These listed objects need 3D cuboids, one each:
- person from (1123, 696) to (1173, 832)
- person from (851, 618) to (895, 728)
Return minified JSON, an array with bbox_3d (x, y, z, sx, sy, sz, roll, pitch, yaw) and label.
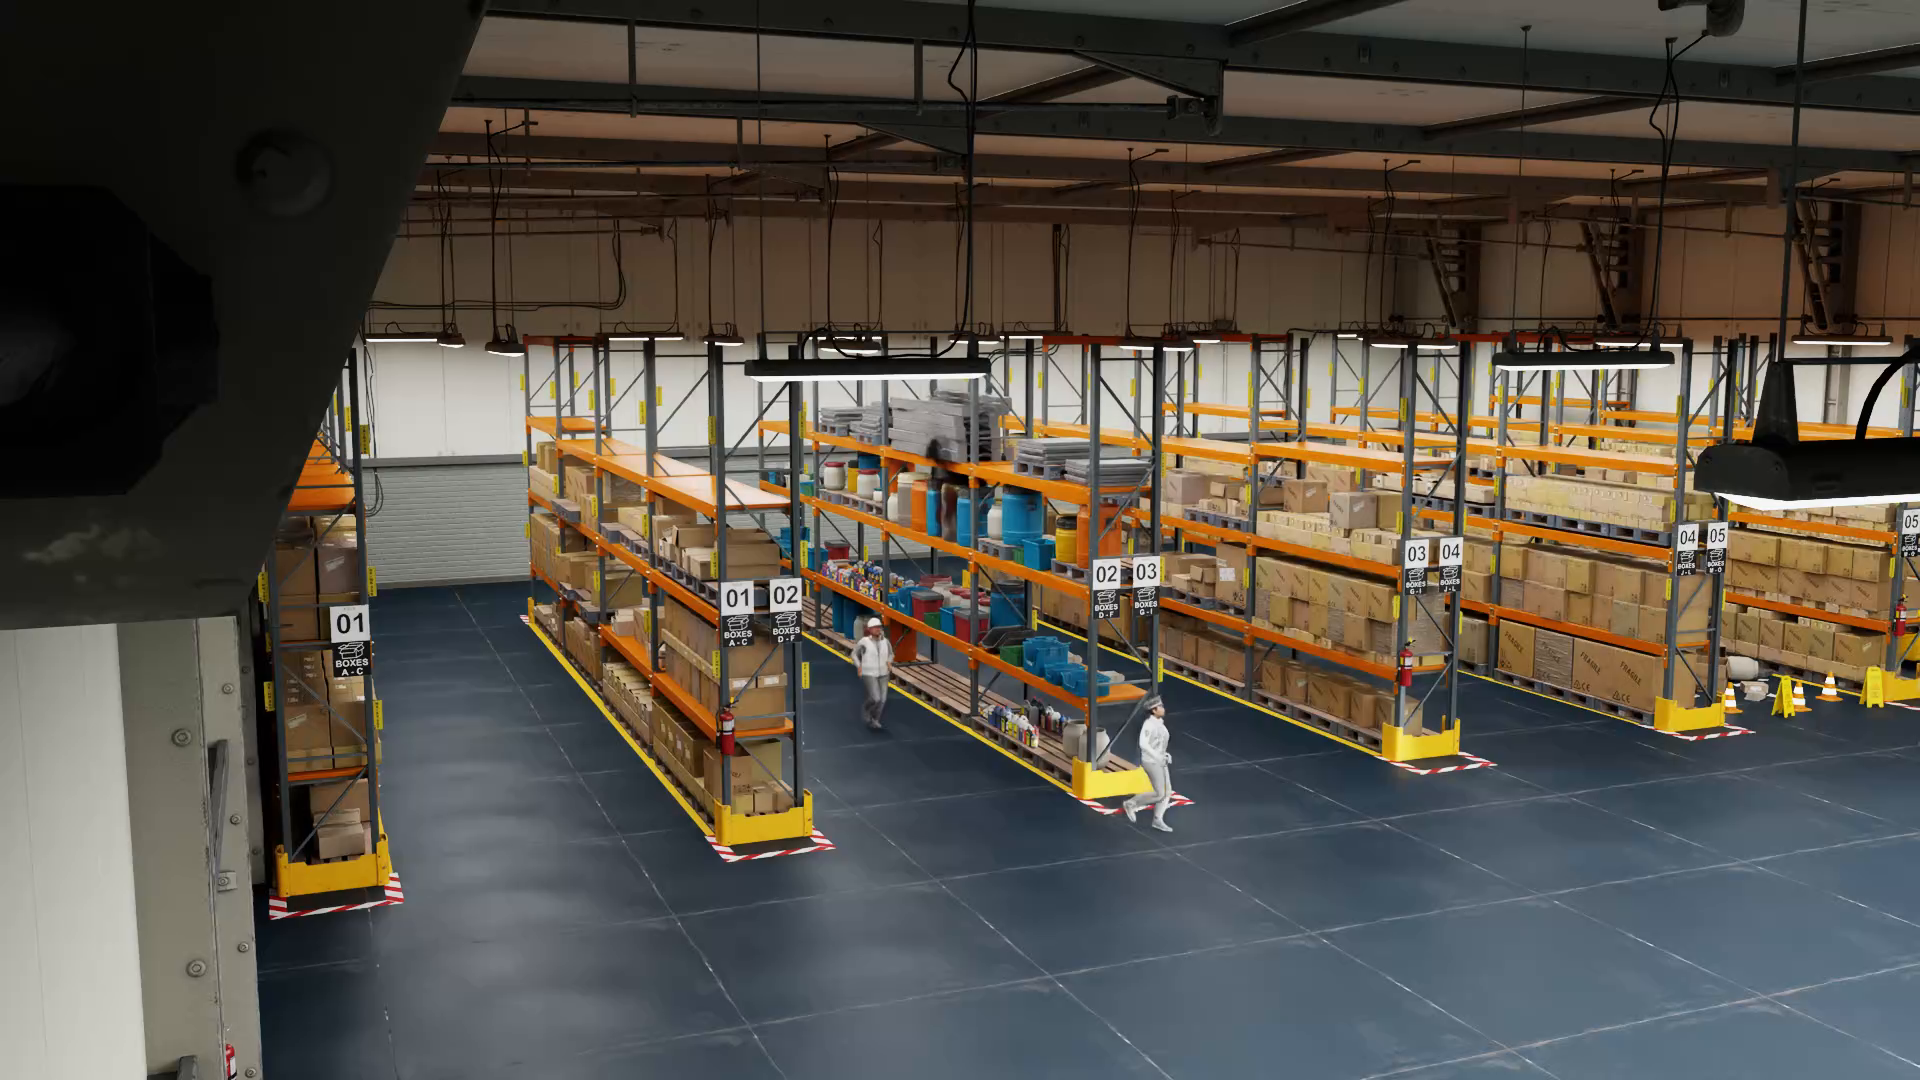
[{"bbox_3d":[2.393,2.773,20.772,0.632,1.680,0.636,3,8,20],"label":"person"},{"bbox_3d":[-1.287,2.071,25.649,0.657,1.729,0.575,-4,9,-27],"label":"person"}]
